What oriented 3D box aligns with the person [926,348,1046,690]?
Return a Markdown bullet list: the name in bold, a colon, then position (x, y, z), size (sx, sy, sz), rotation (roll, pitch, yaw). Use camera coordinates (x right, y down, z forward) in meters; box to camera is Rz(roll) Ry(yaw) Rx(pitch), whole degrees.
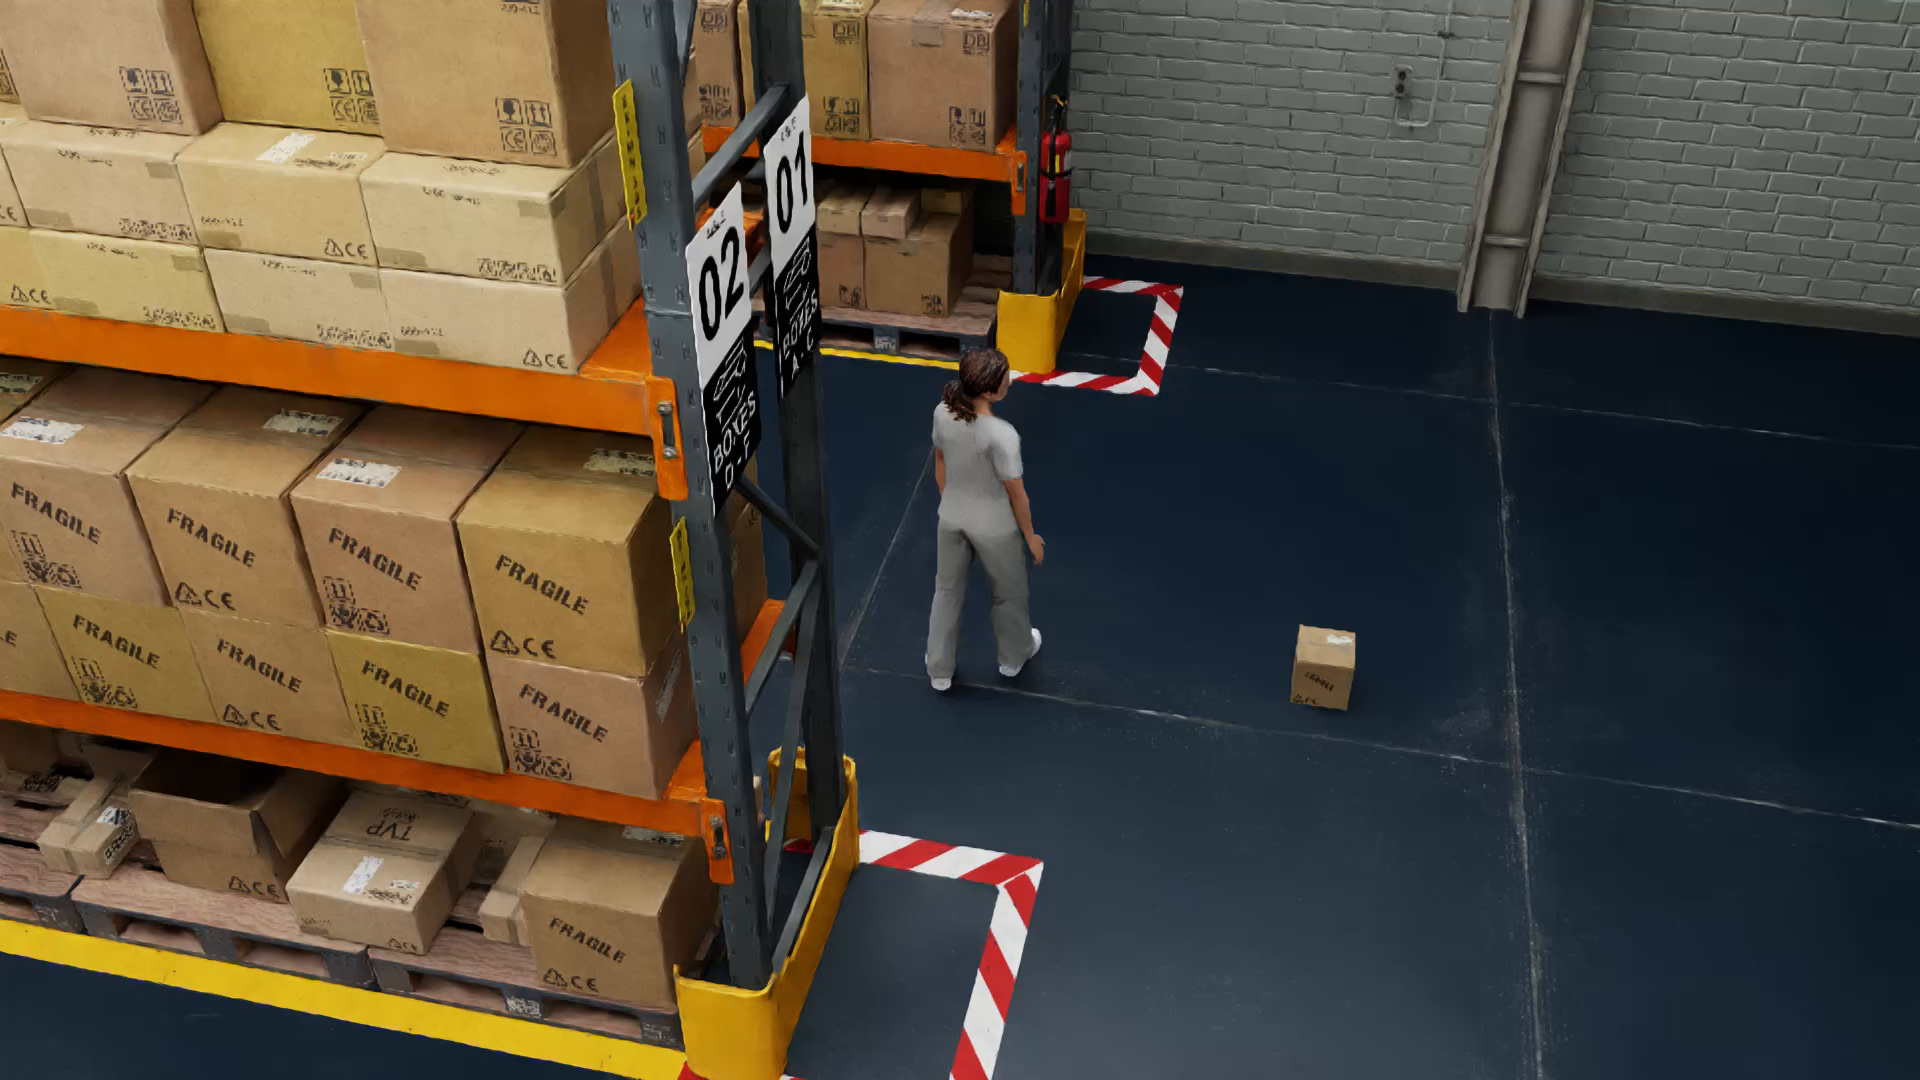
- **person**: position (0.127, -0.094, 7.053), size (0.561, 1.667, 0.574), rotation (23, 42, 27)
